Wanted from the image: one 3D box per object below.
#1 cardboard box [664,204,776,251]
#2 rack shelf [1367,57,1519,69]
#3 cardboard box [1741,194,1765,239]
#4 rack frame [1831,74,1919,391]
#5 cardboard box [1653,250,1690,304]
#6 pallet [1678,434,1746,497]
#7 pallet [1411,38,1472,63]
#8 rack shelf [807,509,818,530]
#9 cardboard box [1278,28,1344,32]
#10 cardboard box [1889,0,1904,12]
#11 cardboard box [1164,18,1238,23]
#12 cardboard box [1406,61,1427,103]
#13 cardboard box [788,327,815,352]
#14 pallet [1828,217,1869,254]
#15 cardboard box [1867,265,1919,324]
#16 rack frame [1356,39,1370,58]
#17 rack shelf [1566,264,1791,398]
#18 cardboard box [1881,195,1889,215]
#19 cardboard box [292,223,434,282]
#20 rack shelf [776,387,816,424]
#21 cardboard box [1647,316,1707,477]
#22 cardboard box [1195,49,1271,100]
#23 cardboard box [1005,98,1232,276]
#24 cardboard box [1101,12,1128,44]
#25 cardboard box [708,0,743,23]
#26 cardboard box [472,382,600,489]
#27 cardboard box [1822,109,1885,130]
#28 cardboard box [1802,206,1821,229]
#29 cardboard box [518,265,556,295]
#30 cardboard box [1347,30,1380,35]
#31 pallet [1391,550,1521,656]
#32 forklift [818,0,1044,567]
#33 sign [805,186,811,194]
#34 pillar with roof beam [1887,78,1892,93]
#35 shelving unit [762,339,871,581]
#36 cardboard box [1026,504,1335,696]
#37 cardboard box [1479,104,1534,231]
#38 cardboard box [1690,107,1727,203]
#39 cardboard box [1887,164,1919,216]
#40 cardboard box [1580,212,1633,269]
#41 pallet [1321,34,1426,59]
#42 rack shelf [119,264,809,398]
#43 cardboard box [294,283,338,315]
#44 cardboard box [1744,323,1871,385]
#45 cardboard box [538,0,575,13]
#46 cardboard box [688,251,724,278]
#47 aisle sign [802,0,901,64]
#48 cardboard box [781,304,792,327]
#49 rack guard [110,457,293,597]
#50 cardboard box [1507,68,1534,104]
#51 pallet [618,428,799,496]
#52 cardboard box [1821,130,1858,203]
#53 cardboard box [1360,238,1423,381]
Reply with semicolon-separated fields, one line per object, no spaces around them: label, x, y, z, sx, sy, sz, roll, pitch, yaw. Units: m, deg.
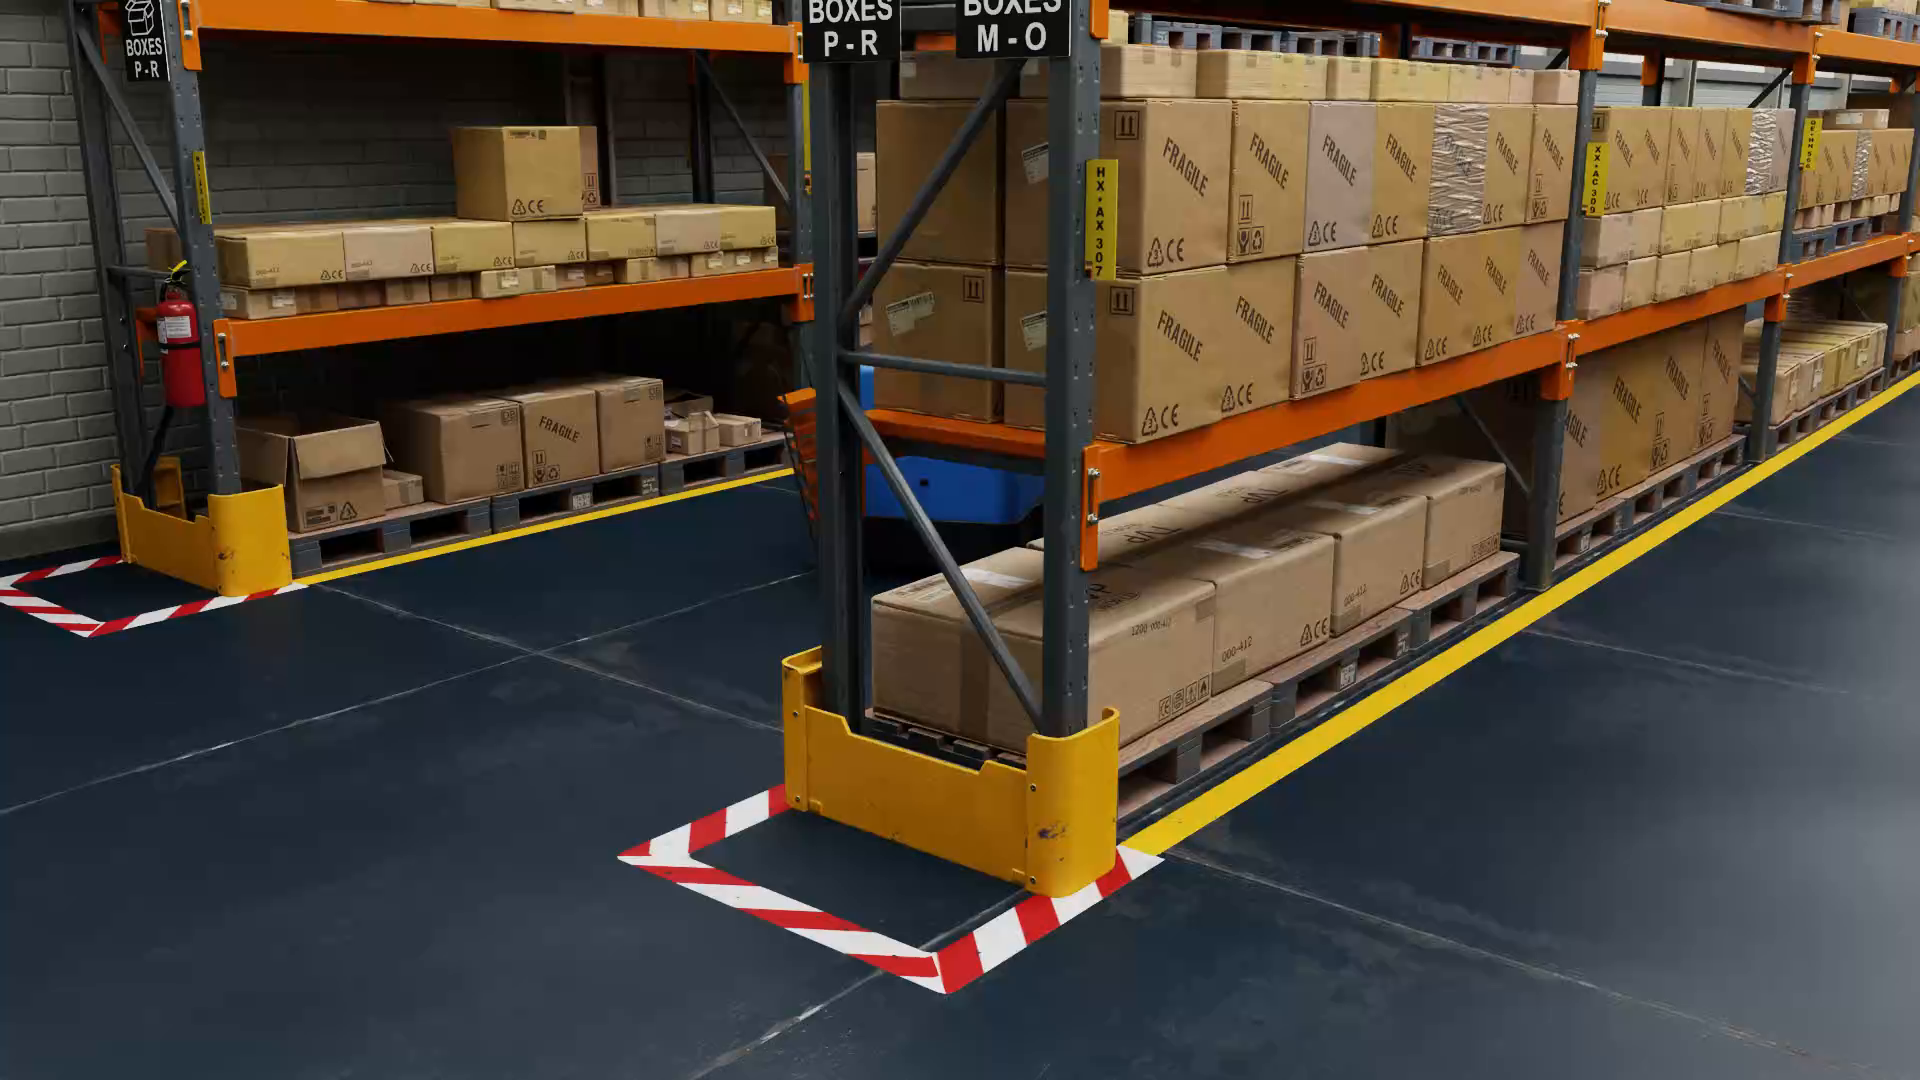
cardboard box;-1.518;-1.982;10.532;0.500;0.250;0.500;12;18;39
rack shelf;4.897;-5.066;18.340;1.077;0.370;4.000;11;18;38
cardboard box;4.563;-1.983;10.125;0.500;0.250;0.500;11;18;36
rack frame;7.503;-2.810;14.092;1.000;3.000;0.127;11;18;38
cardboard box;3.616;-1.444;9.018;0.500;0.250;0.500;11;18;37
pallet;4.435;-0.553;10.872;1.003;0.211;1.213;11;18;38
pallet;4.923;-5.388;18.329;1.003;0.211;1.213;11;18;38
rack shelf;-0.630;-0.094;8.152;0.180;0.103;0.258;-18;19;-15
cardboard box;3.375;-5.064;15.997;0.500;0.311;0.500;11;18;36
cardboard box;6.927;-4.164;12.783;0.500;0.250;0.500;12;18;38
cardboard box;2.010;-4.779;14.491;0.700;0.500;0.500;11;18;36
cardboard box;1.534;-1.733;6.300;0.380;0.149;0.250;11;18;38
cardboard box;-0.955;-1.379;11.367;0.380;0.149;0.250;12;19;40
pallet;6.202;-2.336;12.618;1.003;0.211;1.213;11;18;38
cardboard box;8.412;-2.220;14.978;0.500;0.500;0.500;12;19;40
rack frame;3.640;-3.577;17.113;1.000;3.000;0.127;11;18;38
rack shelf;3.732;-1.312;9.658;1.077;0.370;4.000;11;18;38
cardboard box;7.081;-2.648;13.111;0.380;0.149;0.250;11;18;37
cardboard box;-3.090;-1.493;8.607;0.500;0.250;0.500;12;18;38
rack shelf;-0.759;-0.648;7.964;0.180;0.103;0.258;-18;19;-15
cardboard box;3.927;-0.928;10.147;0.875;0.875;0.875;12;18;38
cardboard box;0.762;-1.478;5.297;0.380;0.149;0.250;12;19;39
cardboard box;0.485;-1.093;5.099;0.500;0.500;0.500;11;18;36
cardboard box;0.992;-4.057;13.212;0.500;0.250;0.500;11;18;36
cardboard box;-1.540;-3.216;10.110;0.380;0.149;0.250;11;18;37
cardboard box;-2.466;-0.617;9.685;0.500;0.500;0.500;12;18;39
cardboard box;6.812;-3.207;12.678;0.380;0.149;0.250;10;18;35
cardboard box;5.750;-2.253;11.559;0.380;0.149;0.250;10;17;34
cardboard box;-2.484;-1.471;9.330;0.380;0.149;0.250;12;18;39
cardboard box;4.159;-5.200;16.864;0.380;0.149;0.250;12;18;39
pallet;1.937;0.207;7.879;1.003;0.211;1.213;11;18;38
forklift;0.129;-1.585;9.409;1.130;2.935;3.031;3;15;13
sign;-0.961;-2.382;10.651;0.100;0.325;0.005;11;18;38
pillar with roof beam;27.219;-12.336;39.407;9.100;9.000;0.400;11;18;38
shelving unit;-0.691;-0.357;8.063;0.189;1.200;0.258;-18;19;-15
cardboard box;0.867;0.208;6.563;0.875;0.438;0.875;12;18;39
cardboard box;2.068;-1.582;7.024;0.500;0.500;0.500;11;18;37
cardboard box;3.911;-2.148;9.253;0.500;0.500;0.500;11;18;37
cardboard box;7.997;-3.044;14.205;0.500;0.500;0.500;11;18;37
cardboard box;2.971;-1.488;8.178;0.500;0.250;0.500;11;18;36
pallet;4.156;-5.156;17.413;1.003;0.211;1.213;11;18;38
rack shelf;-2.645;-1.314;9.663;1.077;0.370;4.000;11;18;38
cardboard box;-3.358;-1.234;8.398;0.380;0.149;0.250;12;18;39
cardboard box;6.726;-1.501;13.423;0.950;0.372;0.625;13;19;41
cardboard box;-2.329;-2.963;9.114;0.380;0.149;0.250;12;18;39
cardboard box;-1.683;-1.717;10.299;0.380;0.149;0.250;12;18;39
aisle sign;-0.325;-1.806;4.860;0.394;0.787;0.004;11;18;38
cardboard box;-1.003;-1.533;11.367;0.380;0.149;0.250;11;18;37
rack guard;-3.854;-0.082;8.432;1.175;0.500;0.348;11;18;38
cardboard box;2.279;-1.983;7.287;0.380;0.149;0.250;12;18;39
pallet;-1.820;-0.562;10.908;1.003;0.211;1.213;11;18;38
cardboard box;6.103;-2.694;11.976;0.500;0.500;0.500;12;18;38
cardboard box;1.418;-0.902;6.379;0.500;0.500;0.500;12;19;39
